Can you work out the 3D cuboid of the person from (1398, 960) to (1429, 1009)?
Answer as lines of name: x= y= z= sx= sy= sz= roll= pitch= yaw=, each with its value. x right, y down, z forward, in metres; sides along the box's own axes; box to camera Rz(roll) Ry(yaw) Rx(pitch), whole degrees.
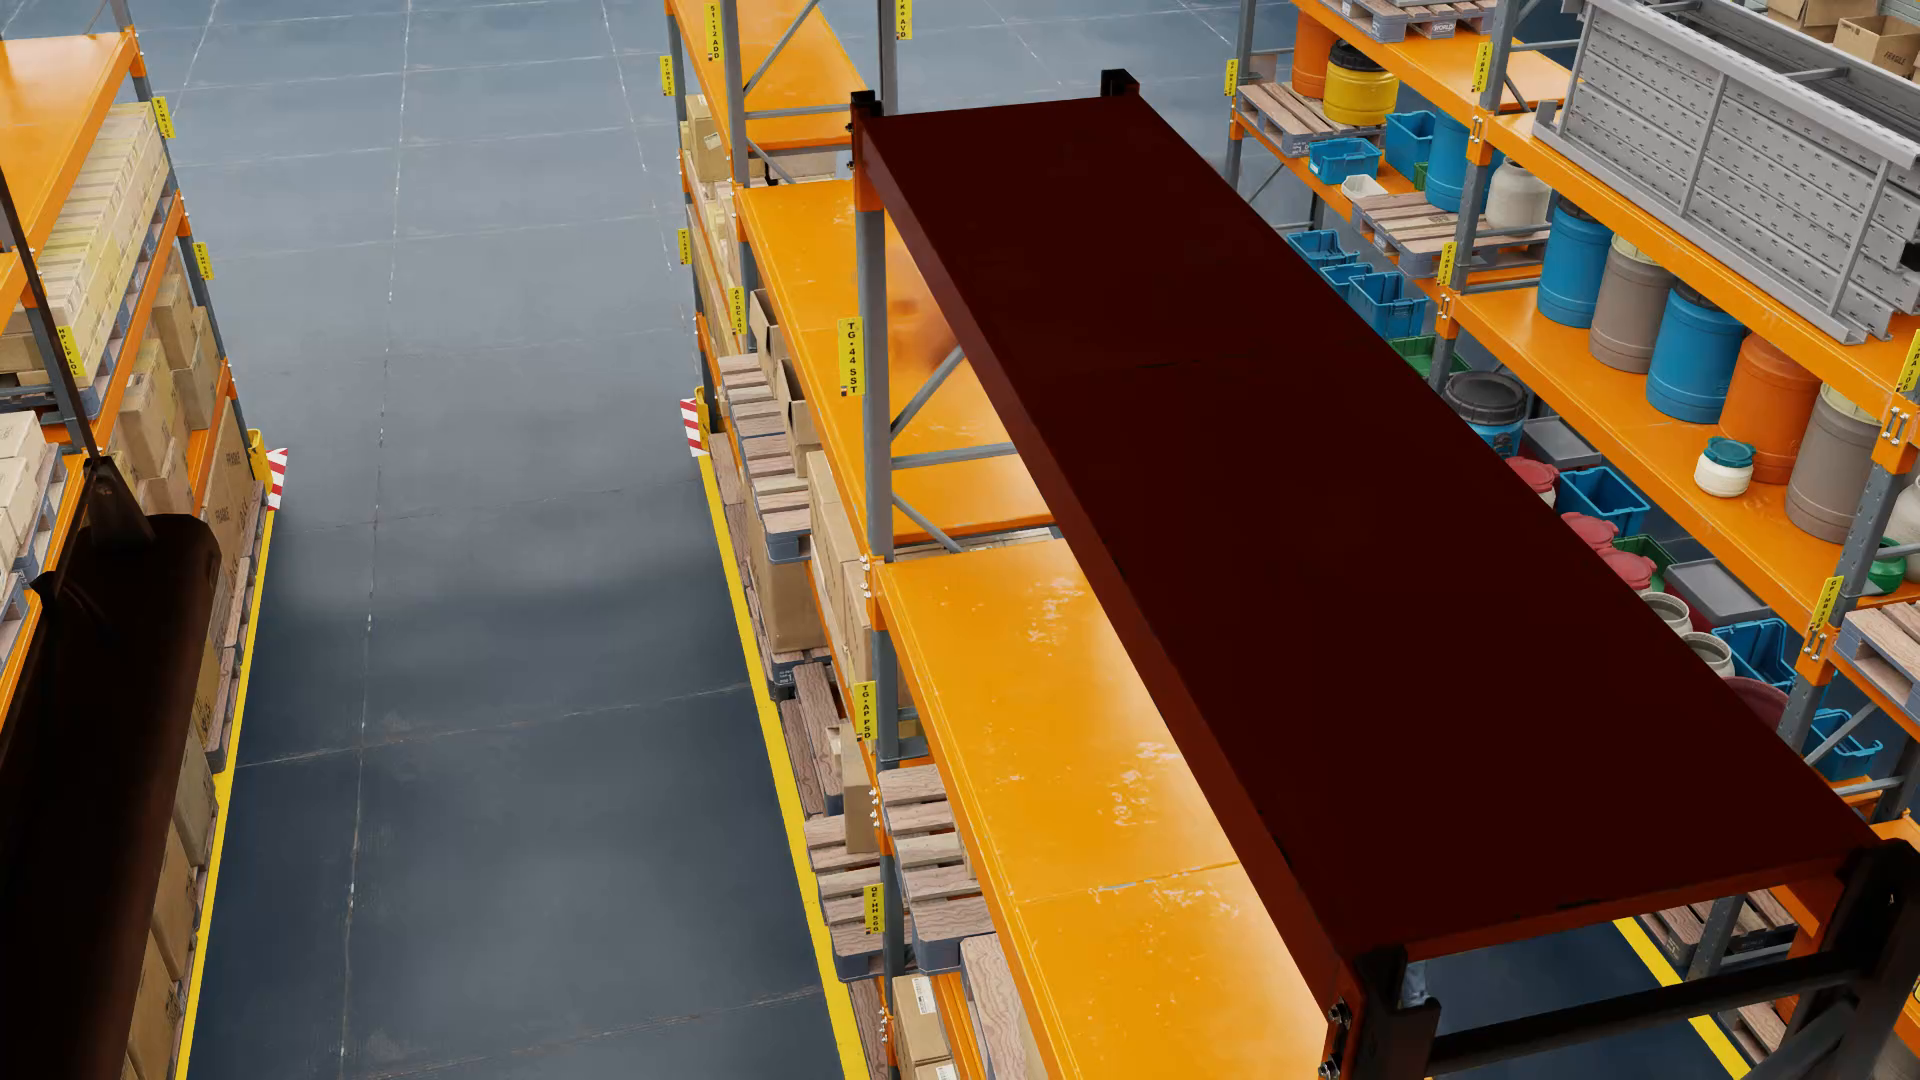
person: x=2.472 y=2.067 z=9.037 sx=0.672 sy=1.877 sz=0.746 roll=-16 pitch=37 yaw=-22
